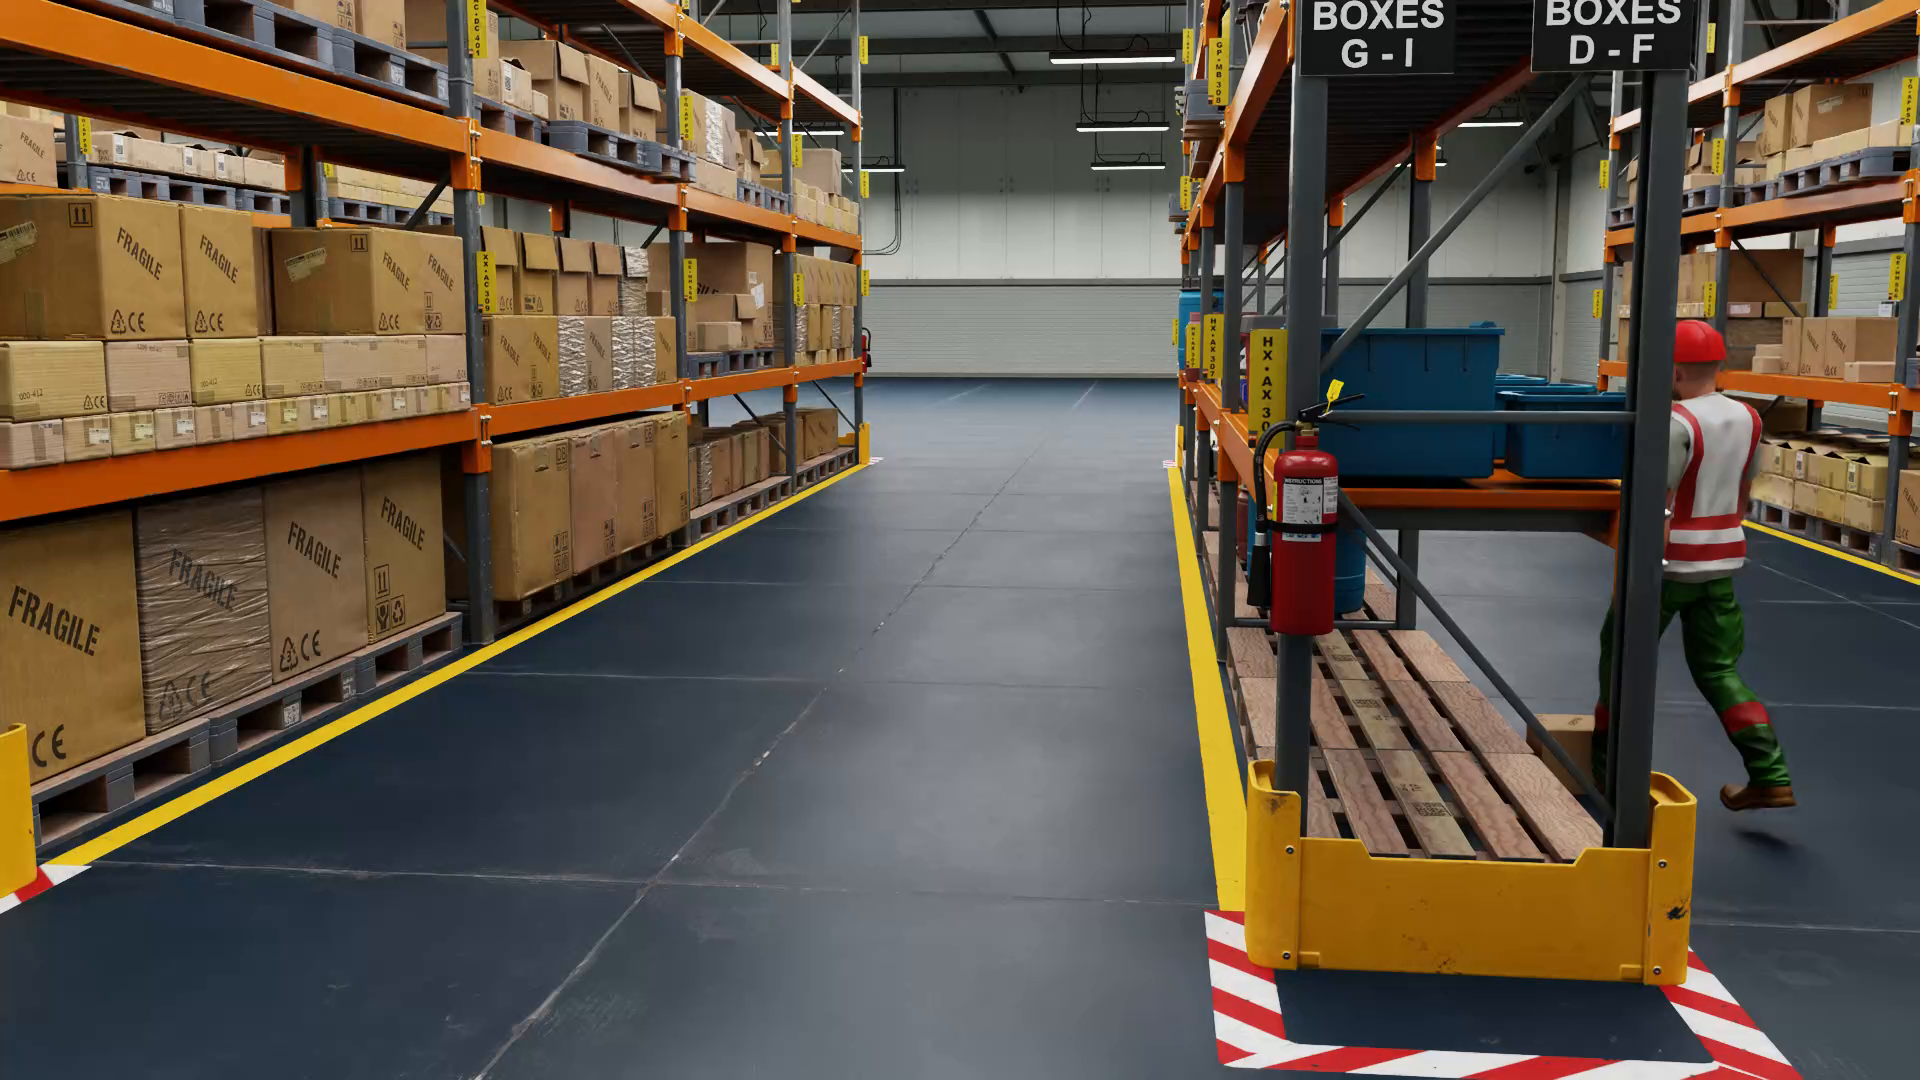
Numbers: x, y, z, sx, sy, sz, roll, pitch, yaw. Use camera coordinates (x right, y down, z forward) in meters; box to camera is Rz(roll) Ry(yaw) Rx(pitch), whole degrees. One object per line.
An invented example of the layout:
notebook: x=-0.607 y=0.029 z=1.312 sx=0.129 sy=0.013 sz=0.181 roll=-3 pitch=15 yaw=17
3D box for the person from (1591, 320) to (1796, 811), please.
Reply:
person: x=2.574 y=0.101 z=5.959 sx=0.579 sy=1.765 sz=0.950 roll=-3 pitch=8 yaw=-20
